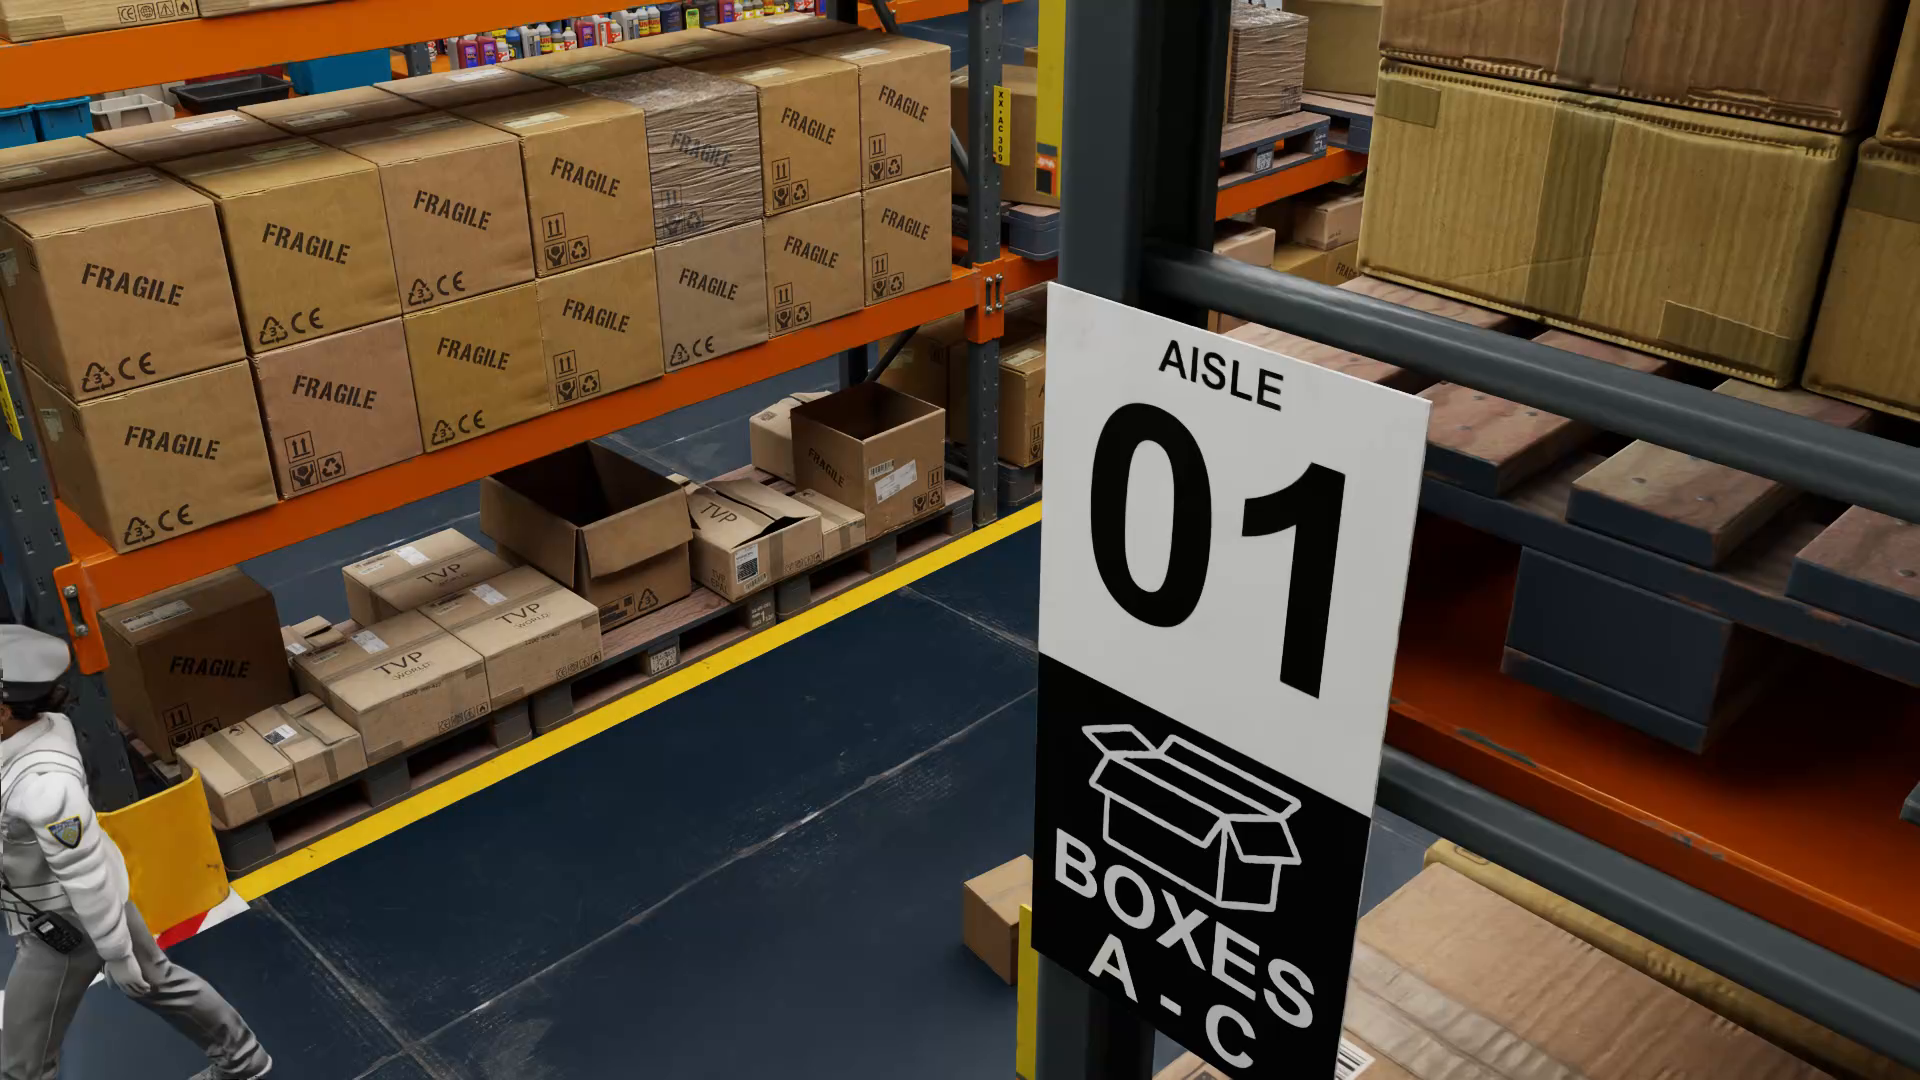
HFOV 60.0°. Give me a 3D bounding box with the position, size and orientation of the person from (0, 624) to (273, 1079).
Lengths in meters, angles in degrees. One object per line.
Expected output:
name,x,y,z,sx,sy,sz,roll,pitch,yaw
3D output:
person,-2.386,0.957,4.250,0.922,1.645,0.526,-14,31,-25
